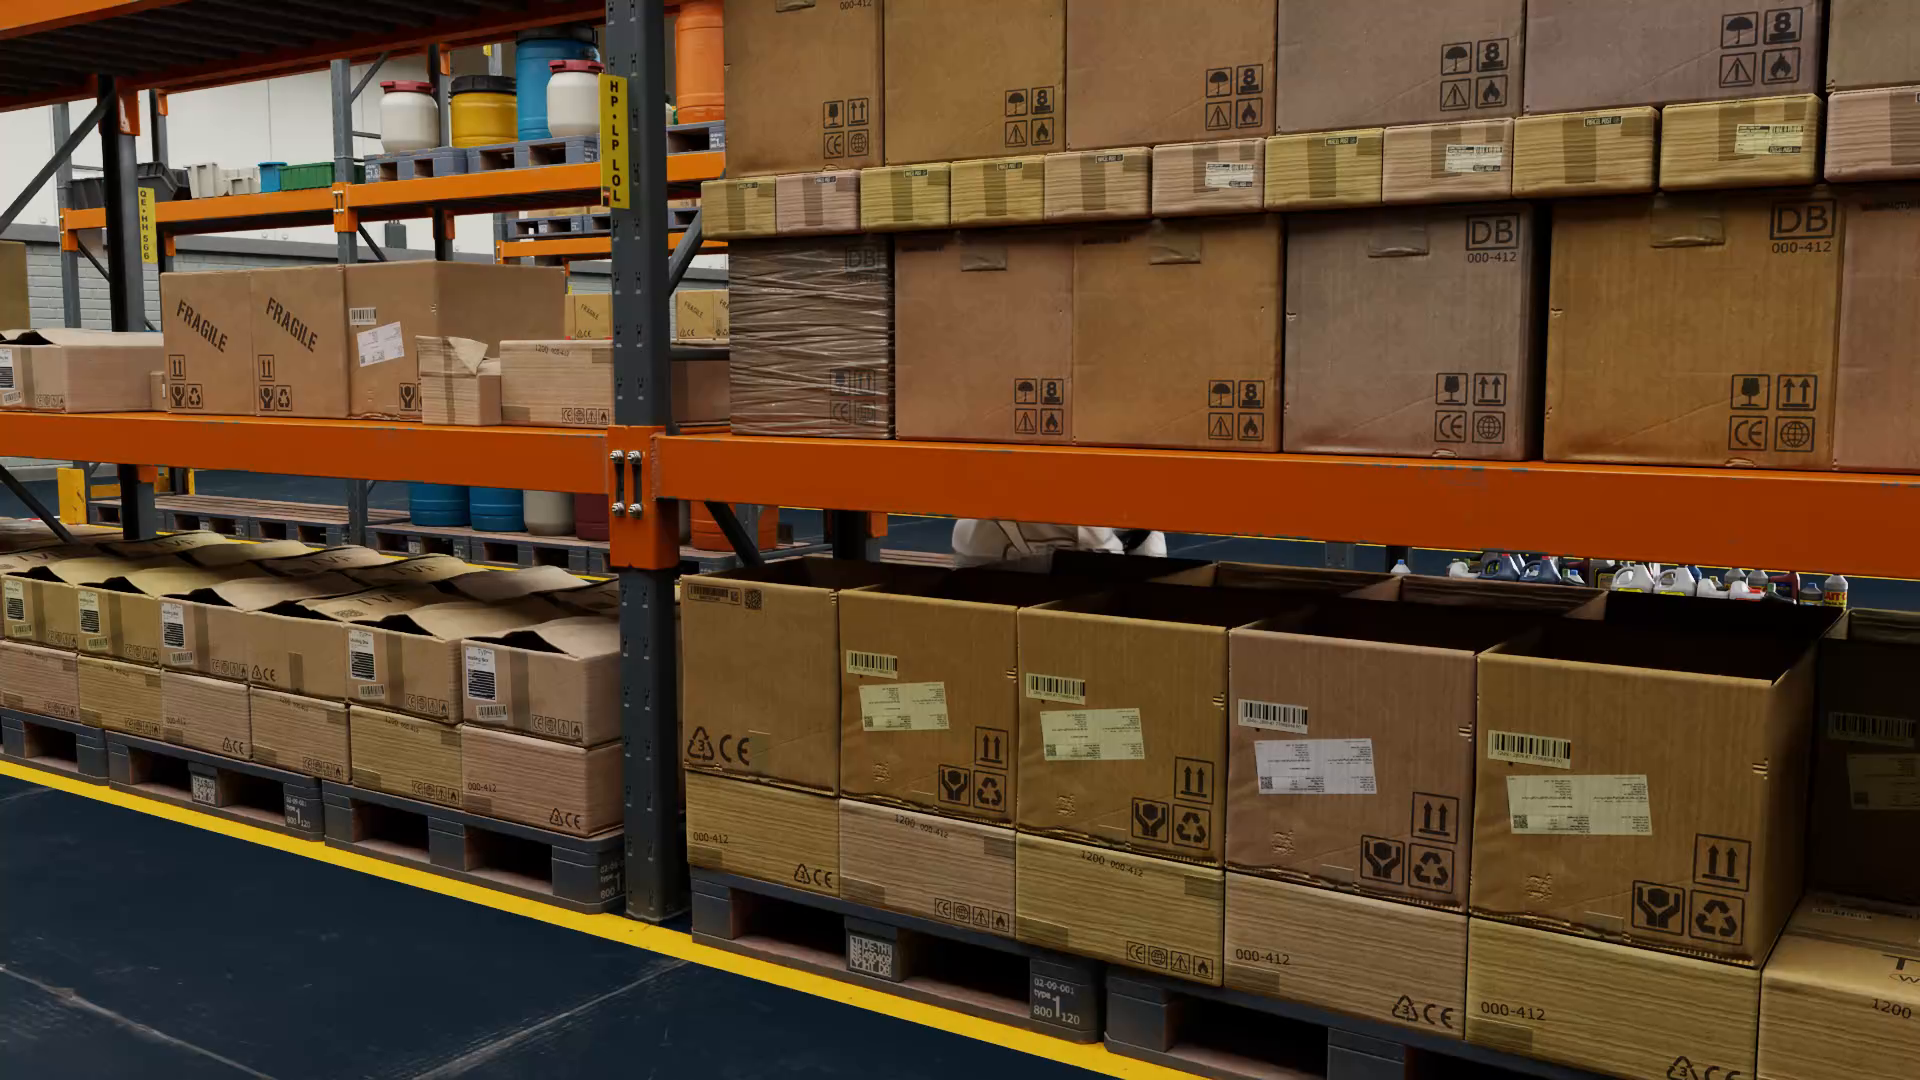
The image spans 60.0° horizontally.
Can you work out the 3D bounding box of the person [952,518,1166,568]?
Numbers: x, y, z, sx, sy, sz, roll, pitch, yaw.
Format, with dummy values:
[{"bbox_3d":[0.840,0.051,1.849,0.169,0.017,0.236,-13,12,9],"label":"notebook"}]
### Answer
[{"bbox_3d":[0.451,0.257,5.879,1.021,1.215,0.511,4,8,34],"label":"person"}]
